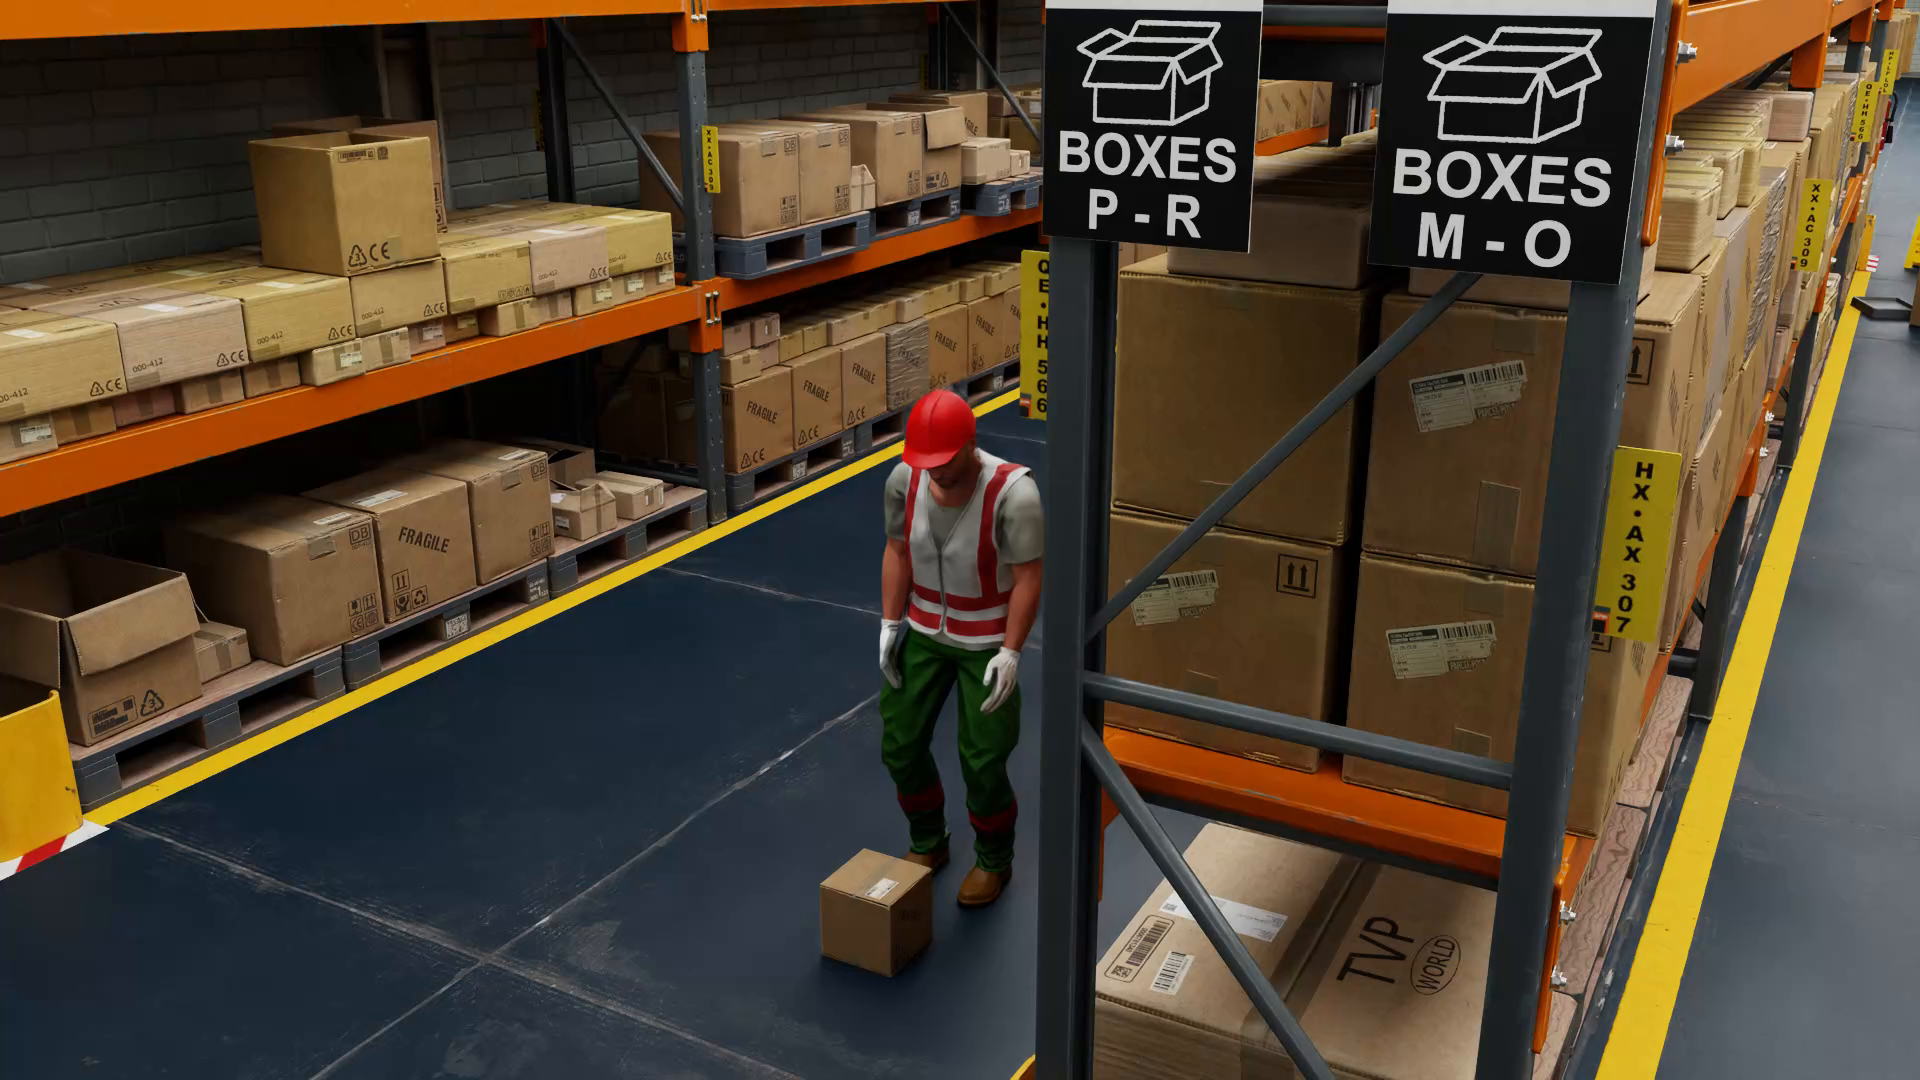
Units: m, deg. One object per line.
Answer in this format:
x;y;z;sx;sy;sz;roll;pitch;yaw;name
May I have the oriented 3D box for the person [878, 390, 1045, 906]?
-0.002;0.335;5.213;0.554;1.699;0.516;11;22;29;person
